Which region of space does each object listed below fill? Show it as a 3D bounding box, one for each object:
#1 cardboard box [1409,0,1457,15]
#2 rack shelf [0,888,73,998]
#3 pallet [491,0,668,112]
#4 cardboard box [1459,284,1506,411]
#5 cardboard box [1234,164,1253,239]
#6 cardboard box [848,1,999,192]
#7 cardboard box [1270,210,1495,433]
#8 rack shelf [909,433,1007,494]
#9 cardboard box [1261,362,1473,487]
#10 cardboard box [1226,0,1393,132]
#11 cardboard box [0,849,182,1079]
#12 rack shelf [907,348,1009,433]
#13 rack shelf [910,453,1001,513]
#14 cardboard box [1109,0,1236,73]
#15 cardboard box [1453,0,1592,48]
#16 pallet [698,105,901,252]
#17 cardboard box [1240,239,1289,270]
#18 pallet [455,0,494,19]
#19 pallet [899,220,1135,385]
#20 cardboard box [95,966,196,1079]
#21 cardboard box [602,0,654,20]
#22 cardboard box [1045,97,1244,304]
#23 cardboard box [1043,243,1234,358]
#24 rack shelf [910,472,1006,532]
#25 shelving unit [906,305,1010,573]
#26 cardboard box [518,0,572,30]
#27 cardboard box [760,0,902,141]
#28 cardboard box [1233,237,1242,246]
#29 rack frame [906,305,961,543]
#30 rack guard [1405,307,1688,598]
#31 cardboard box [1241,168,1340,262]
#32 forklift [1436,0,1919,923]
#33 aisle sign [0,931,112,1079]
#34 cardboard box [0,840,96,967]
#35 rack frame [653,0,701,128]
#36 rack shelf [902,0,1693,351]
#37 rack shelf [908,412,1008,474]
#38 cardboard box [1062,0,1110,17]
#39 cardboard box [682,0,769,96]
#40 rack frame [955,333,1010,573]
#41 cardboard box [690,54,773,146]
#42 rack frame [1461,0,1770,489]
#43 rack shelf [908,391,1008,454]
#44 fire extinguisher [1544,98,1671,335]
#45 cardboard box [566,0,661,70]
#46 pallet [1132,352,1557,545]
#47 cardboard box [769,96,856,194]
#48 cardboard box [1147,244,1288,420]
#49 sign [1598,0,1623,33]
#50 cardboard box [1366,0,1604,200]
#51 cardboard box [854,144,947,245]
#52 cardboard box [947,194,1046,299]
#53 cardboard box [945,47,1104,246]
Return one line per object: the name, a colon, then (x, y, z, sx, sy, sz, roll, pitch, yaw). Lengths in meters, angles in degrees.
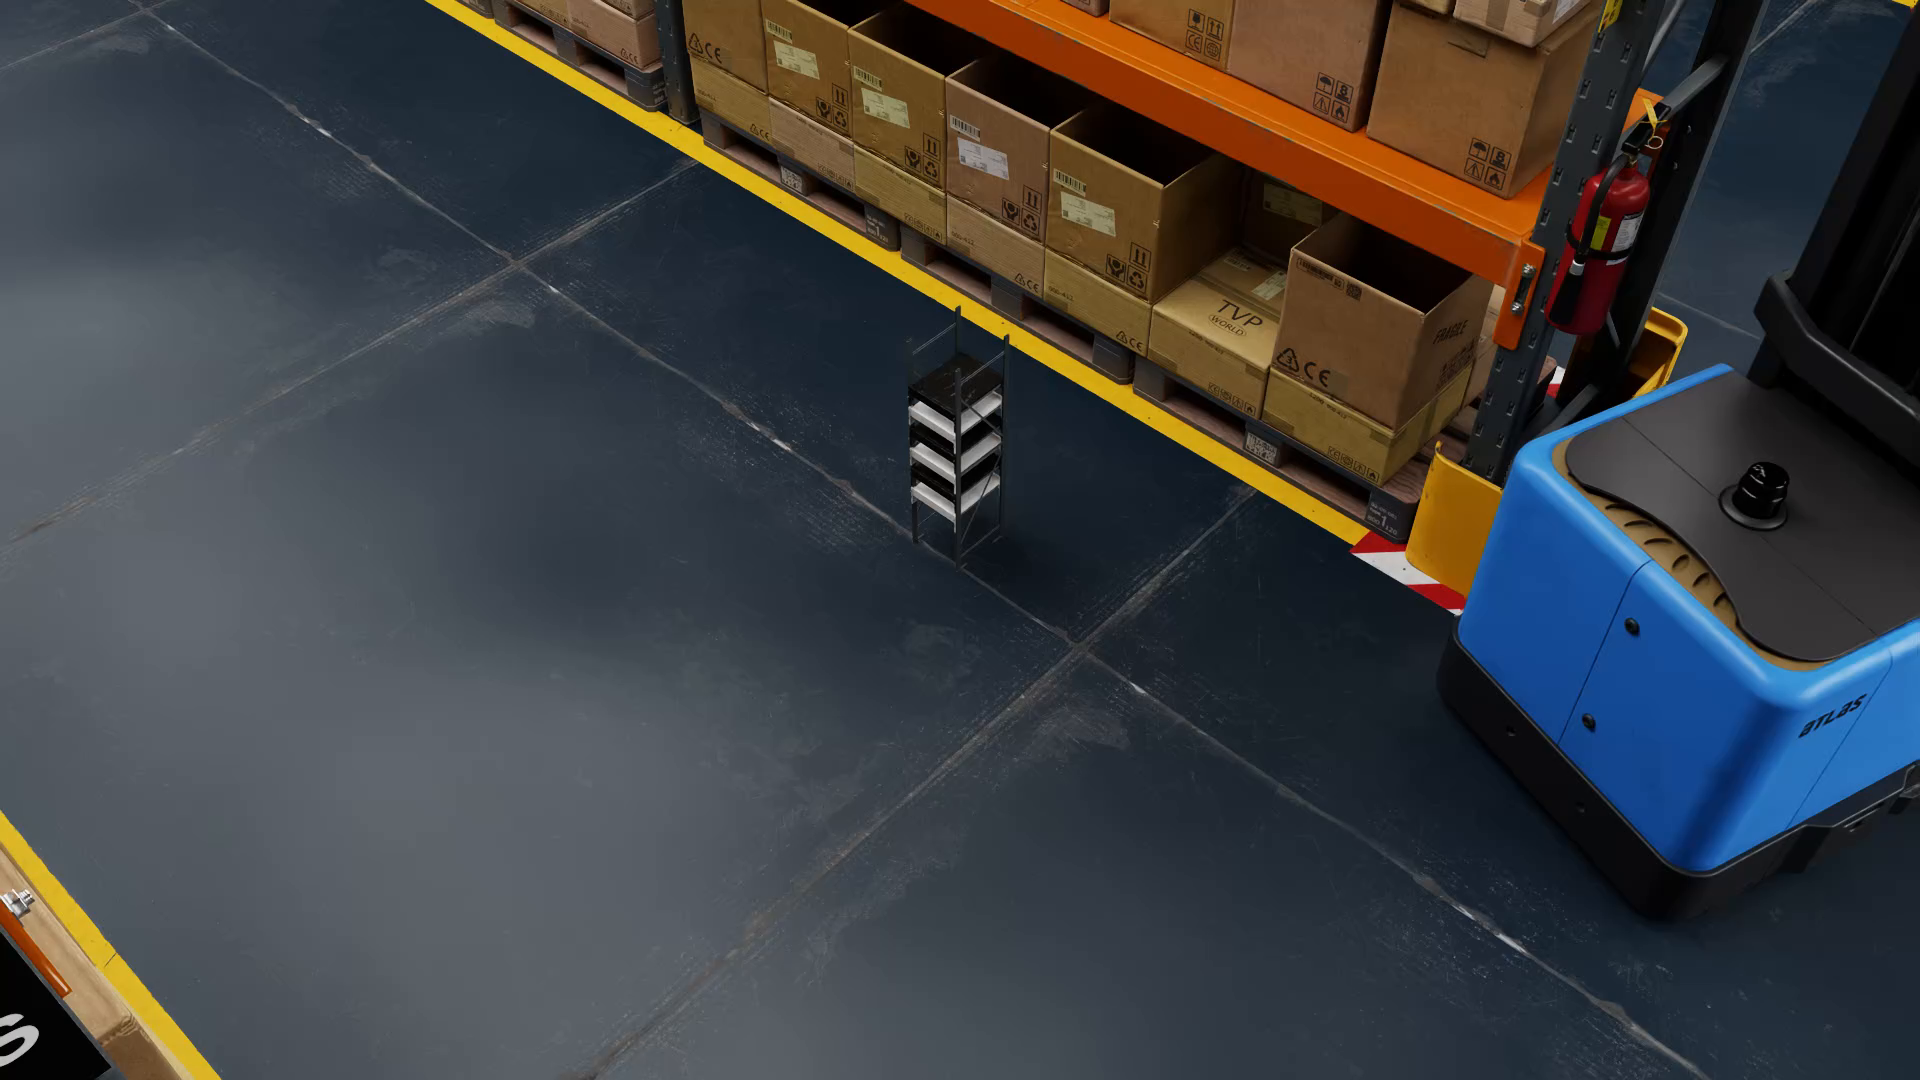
cardboard box: (1.400, -1.679, 4.755, 0.250, 0.149, 0.380, 35, 56, 28)
rack shelf: (-2.824, -0.321, 2.430, 4.000, 0.370, 1.077, 34, 55, 28)
pallet: (-1.504, -2.574, 8.022, 1.213, 0.211, 1.003, 34, 55, 28)
cardboard box: (1.760, -0.794, 6.036, 0.500, 0.250, 0.500, 34, 55, 28)
cardboard box: (1.015, -1.537, 6.219, 0.500, 0.500, 0.500, 34, 55, 28)
cardboard box: (-0.073, -1.753, 6.422, 0.500, 0.500, 0.500, 34, 55, 28)
cardboard box: (1.407, -0.772, 5.501, 0.500, 0.500, 0.500, 34, 55, 28)
rack shelf: (-0.006, -0.289, 5.450, 0.200, 0.077, 0.258, 34, 55, 28)
cardboard box: (1.409, -0.517, 5.776, 0.500, 0.250, 0.500, 34, 55, 28)
cardboard box: (1.280, -1.736, 5.254, 0.500, 0.500, 0.700, 35, 56, 29)
cardboard box: (-1.501, 0.839, 2.479, 0.500, 0.500, 0.500, 34, 55, 28)
rack shelf: (-0.006, -0.474, 5.253, 0.200, 0.077, 0.258, 34, 55, 28)
rack shelf: (-0.006, -0.228, 5.516, 0.200, 0.077, 0.258, 34, 55, 28)
cardboard box: (0.919, -1.985, 5.487, 0.500, 0.500, 0.700, 34, 56, 28)
cardboard box: (1.593, -1.550, 4.634, 0.250, 0.149, 0.380, 33, 55, 27)
pallet: (-0.380, -1.815, 7.309, 1.213, 0.211, 1.003, 34, 55, 28)
cardboard box: (1.390, -1.039, 6.266, 0.500, 0.250, 0.500, 34, 55, 28)
pallet: (-2.405, -3.177, 8.588, 1.213, 0.211, 1.003, 34, 55, 28)
pallet: (0.520, -1.212, 6.743, 1.213, 0.211, 1.003, 34, 55, 28)
cardboard box: (-1.497, 1.082, 2.766, 0.500, 0.250, 0.500, 32, 55, 27)
cardboard box: (-1.428, -2.626, 7.372, 0.500, 0.311, 0.500, 34, 55, 28)
cardboard box: (0.662, -1.259, 5.958, 0.500, 0.500, 0.500, 34, 55, 28)
cardboard box: (0.664, -1.004, 6.233, 0.500, 0.250, 0.500, 34, 55, 28)
rack shelf: (-0.006, -0.166, 5.581, 0.200, 0.077, 0.258, 34, 55, 28)
shelving unit: (-0.006, -0.312, 5.426, 0.210, 0.900, 0.258, 34, 55, 28)
cardboard box: (-1.808, -2.688, 7.815, 0.500, 0.250, 0.500, 33, 55, 27)
cardboard box: (-0.435, -2.004, 6.658, 0.500, 0.500, 0.500, 34, 55, 28)
cardboard box: (1.023, -1.287, 6.499, 0.500, 0.250, 0.500, 34, 55, 28)
rack frame: (-0.081, -0.362, 5.473, 0.006, 0.900, 0.240, 34, 55, 28)
rack guard: (2.021, -0.340, 5.726, 0.348, 0.500, 1.175, 34, 55, 28)
cardboard box: (1.391, -1.297, 5.994, 0.500, 0.500, 0.500, 34, 55, 28)
forklift: (3.046, -0.706, 4.402, 3.031, 2.935, 1.130, -21, 50, -18)
aisle sign: (-1.098, 0.433, 1.502, 0.004, 0.787, 0.394, 34, 55, 28)
cardboard box: (-1.857, 0.589, 2.714, 0.500, 0.500, 0.500, 34, 55, 28)
rack frame: (-0.936, -3.185, 6.683, 0.127, 3.000, 1.000, 34, 55, 28)
rack shelf: (0.533, -1.950, 6.017, 4.000, 0.370, 1.077, 34, 55, 28)
rack shelf: (-0.006, -0.351, 5.384, 0.200, 0.077, 0.258, 34, 55, 28)
cardboard box: (0.529, -2.243, 5.730, 0.500, 0.500, 0.700, 36, 56, 29)
cardboard box: (-0.808, -2.247, 6.886, 0.500, 0.500, 0.500, 34, 55, 28)
rack frame: (0.069, -0.262, 5.379, 0.006, 0.900, 0.240, 34, 55, 28)
cardboard box: (-0.801, -1.996, 7.164, 0.500, 0.250, 0.500, 34, 55, 28)
rack frame: (2.003, -1.207, 4.826, 0.127, 3.000, 1.000, 34, 55, 28)
rack shelf: (-0.006, -0.412, 5.319, 0.200, 0.077, 0.258, 34, 55, 28)
fire extinguisher: (1.775, -0.873, 4.566, 0.183, 0.674, 0.296, 34, 55, 28)
cardboard box: (-1.438, -2.437, 7.579, 0.500, 0.250, 0.500, 33, 55, 27)
pallet: (1.413, -0.608, 6.176, 1.213, 0.211, 1.003, 34, 55, 28)
cardboard box: (-0.437, -1.746, 6.930, 0.500, 0.250, 0.500, 34, 55, 28)
cardboard box: (1.033, -0.757, 6.002, 0.500, 0.250, 0.500, 34, 55, 28)
sign: (1.625, -1.401, 4.051, 0.005, 0.325, 0.100, 34, 55, 28)
cardboard box: (1.669, -1.479, 5.013, 0.500, 0.500, 0.700, 34, 55, 28)
cardboard box: (-0.073, -1.496, 6.695, 0.500, 0.250, 0.500, 34, 55, 28)
cardboard box: (0.298, -1.252, 6.466, 0.500, 0.250, 0.500, 34, 55, 28)
cardboard box: (0.296, -1.507, 6.191, 0.500, 0.500, 0.500, 34, 55, 28)
